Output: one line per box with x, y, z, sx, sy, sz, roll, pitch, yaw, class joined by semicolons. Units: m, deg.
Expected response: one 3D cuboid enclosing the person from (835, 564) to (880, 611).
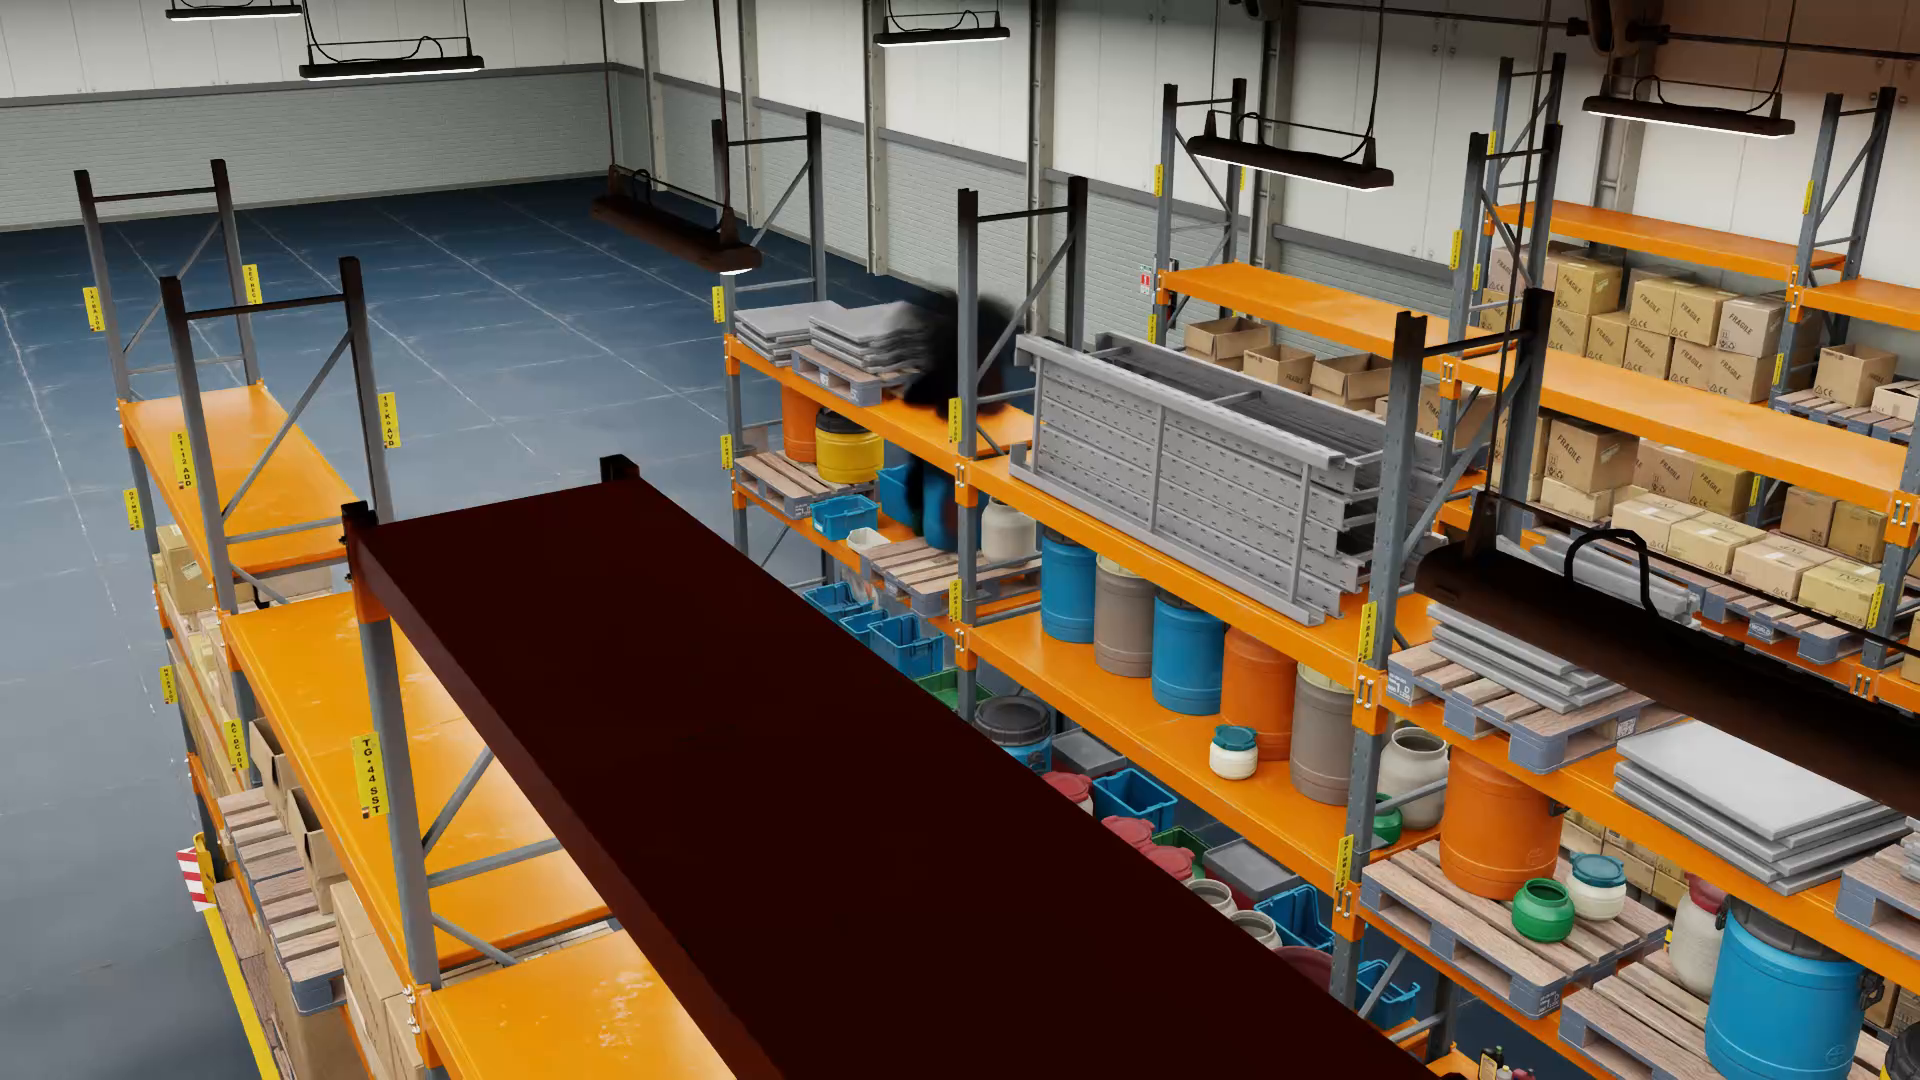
-1.009;0.679;17.533;0.855;1.644;0.506;8;23;19;person
